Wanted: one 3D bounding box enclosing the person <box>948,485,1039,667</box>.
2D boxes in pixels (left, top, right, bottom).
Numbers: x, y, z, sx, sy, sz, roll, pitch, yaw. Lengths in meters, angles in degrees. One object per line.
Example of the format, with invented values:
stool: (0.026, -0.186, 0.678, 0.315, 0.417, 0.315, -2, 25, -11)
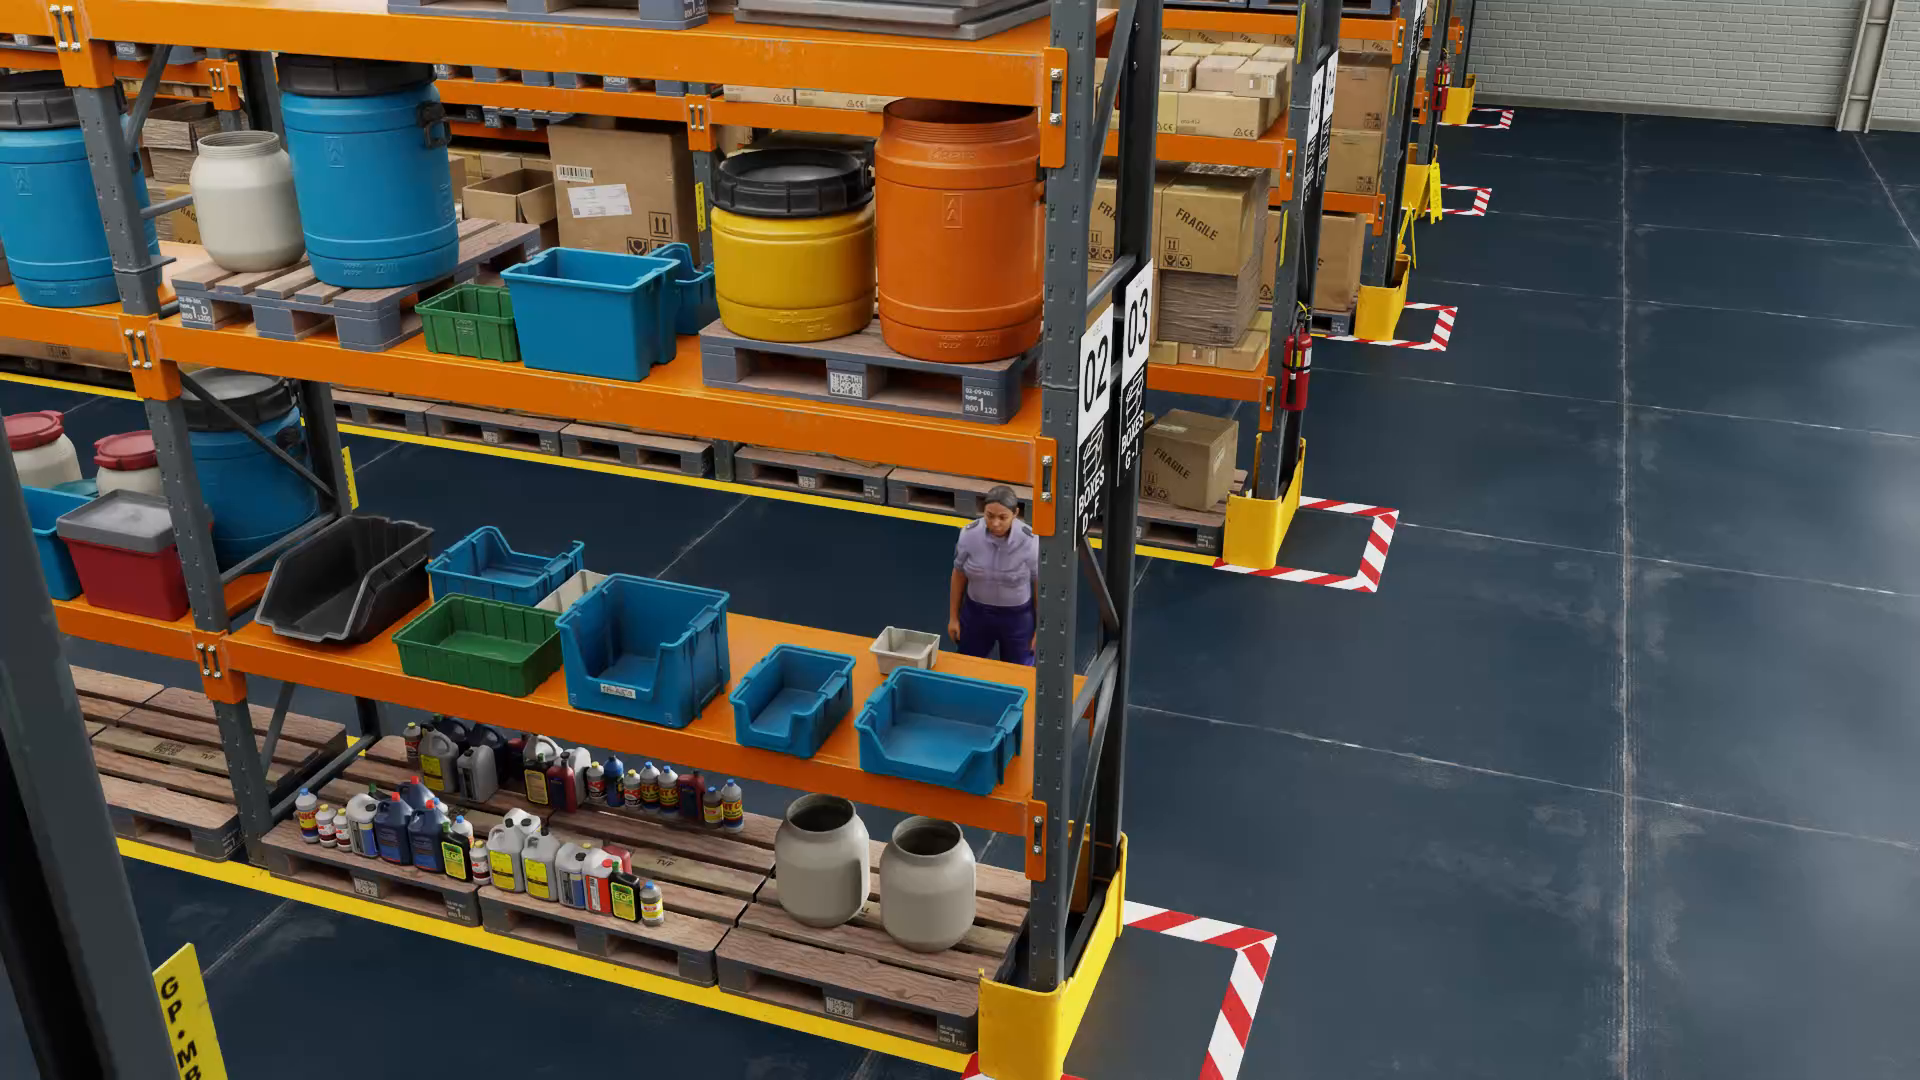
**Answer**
person: (0.185, 0.444, 8.647, 0.563, 1.651, 0.375, 7, 27, 14)
